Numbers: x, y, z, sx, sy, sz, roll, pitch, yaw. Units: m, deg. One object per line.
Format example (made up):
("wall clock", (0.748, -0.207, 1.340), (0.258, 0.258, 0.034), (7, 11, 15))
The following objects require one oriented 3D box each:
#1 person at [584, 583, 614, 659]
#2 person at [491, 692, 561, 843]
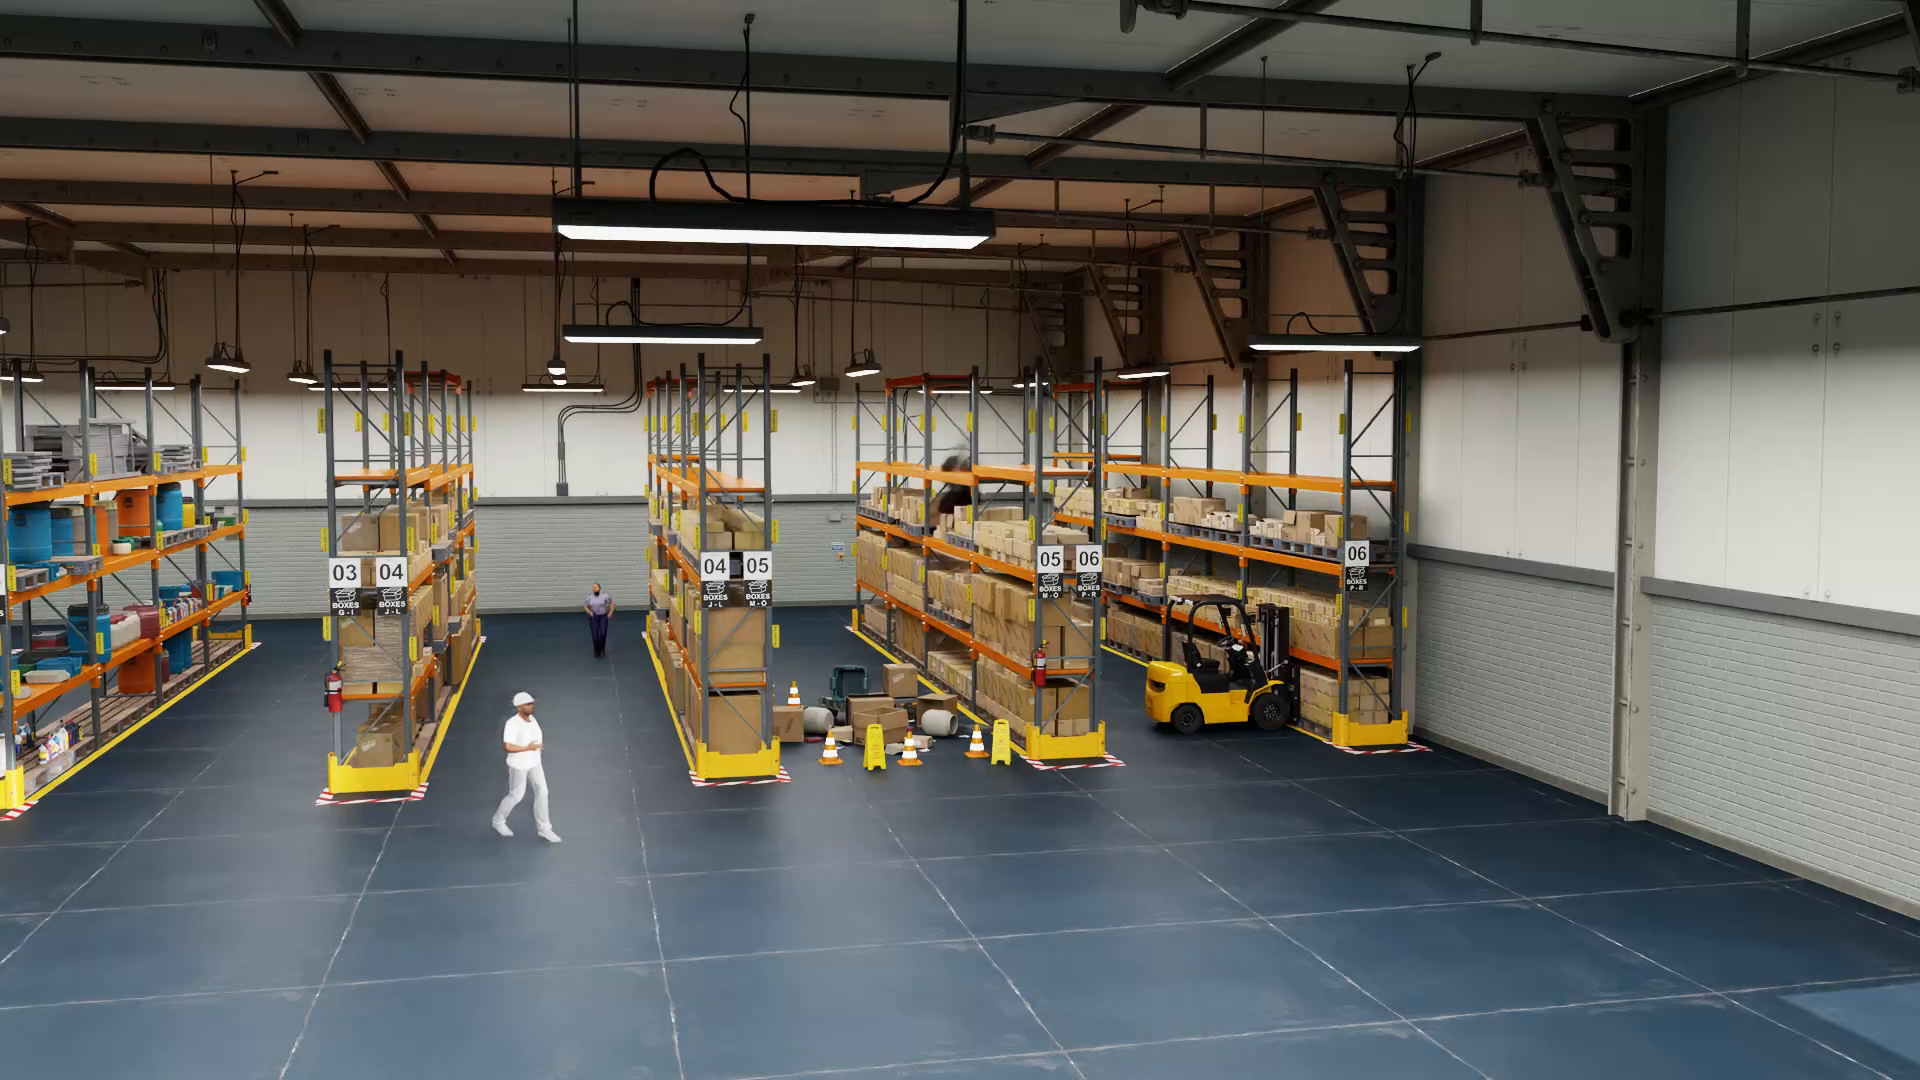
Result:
("person", (-7.724, 1.727, 35.555), (0.616, 1.619, 0.628), (0, 4, -6))
("person", (-5.236, 2.719, 19.897), (0.883, 1.805, 0.689), (2, 4, 24))
